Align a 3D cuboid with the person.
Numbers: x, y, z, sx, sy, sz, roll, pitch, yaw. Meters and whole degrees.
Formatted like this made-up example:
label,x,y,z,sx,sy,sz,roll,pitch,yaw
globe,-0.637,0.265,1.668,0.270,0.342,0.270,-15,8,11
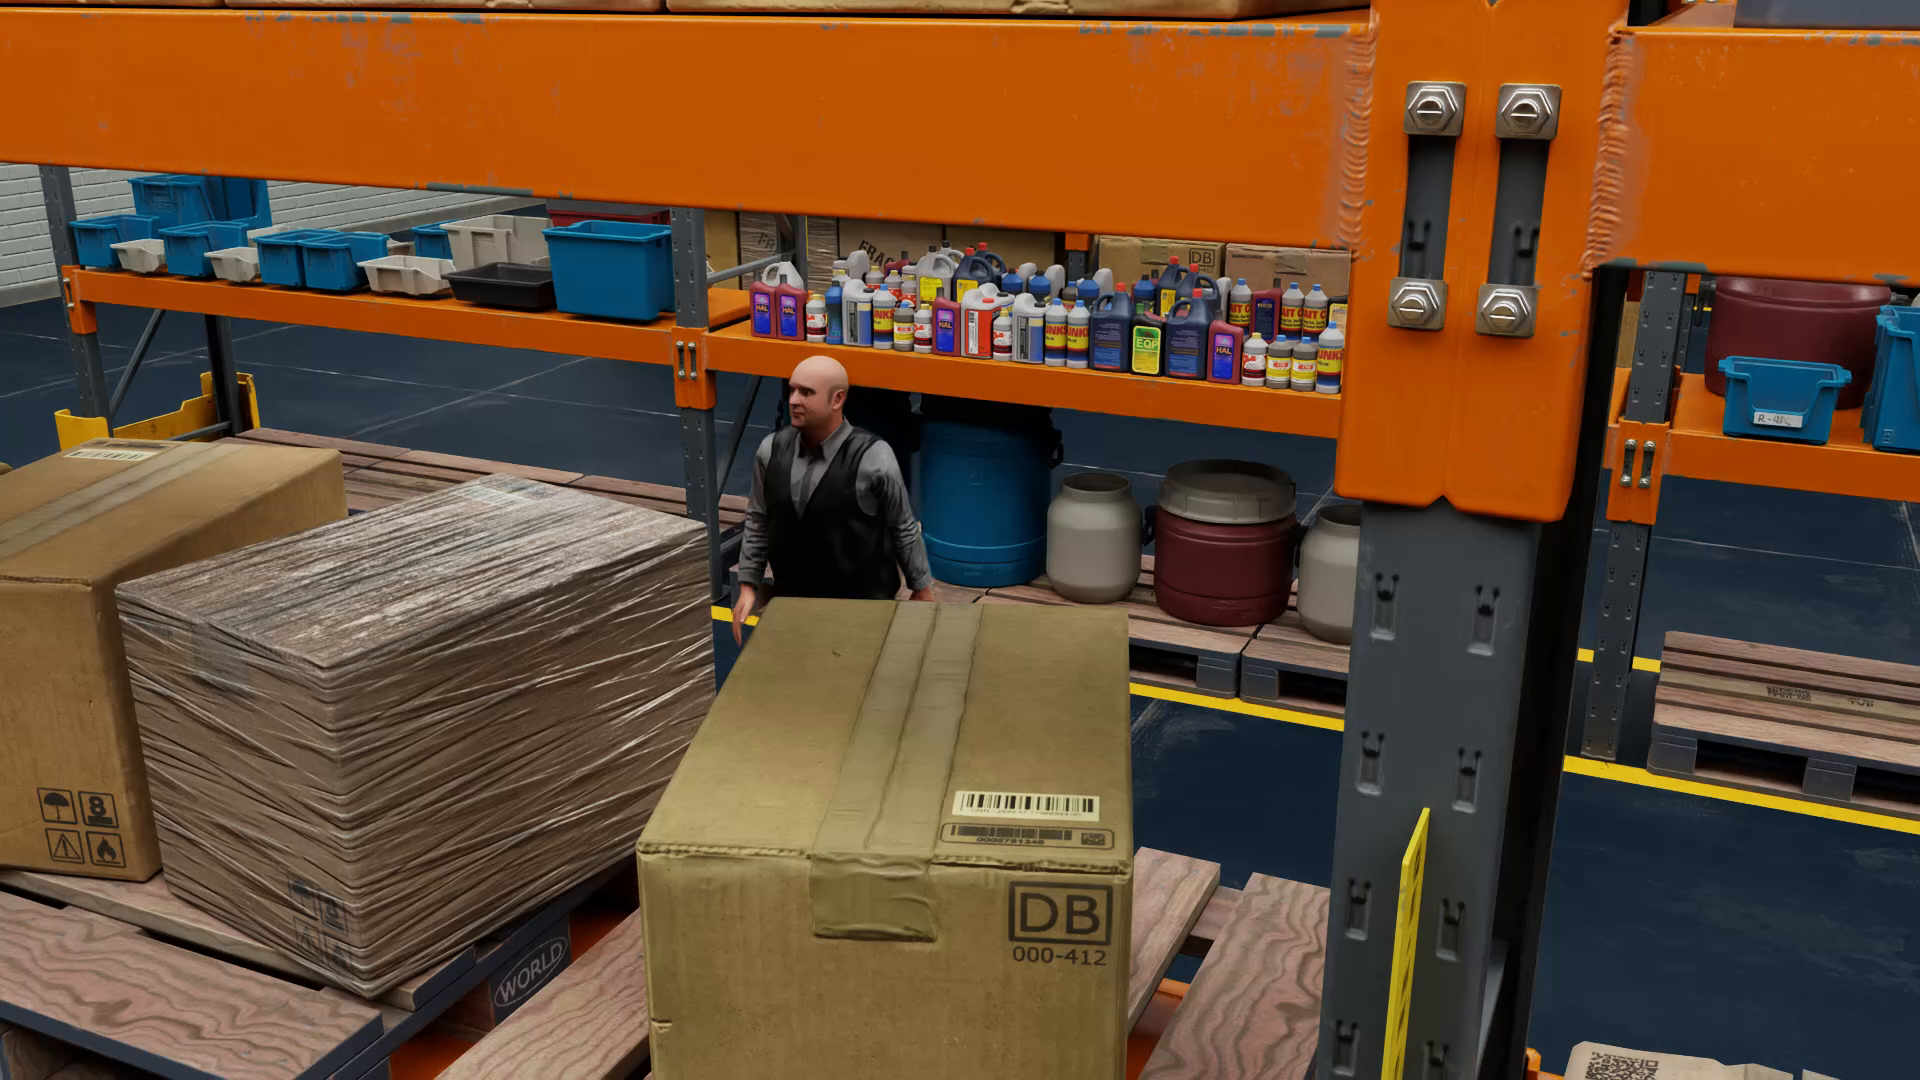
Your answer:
label,x,y,z,sx,sy,sz,roll,pitch,yaw
person,-0.436,0.195,5.587,0.563,1.669,1.103,12,22,32
